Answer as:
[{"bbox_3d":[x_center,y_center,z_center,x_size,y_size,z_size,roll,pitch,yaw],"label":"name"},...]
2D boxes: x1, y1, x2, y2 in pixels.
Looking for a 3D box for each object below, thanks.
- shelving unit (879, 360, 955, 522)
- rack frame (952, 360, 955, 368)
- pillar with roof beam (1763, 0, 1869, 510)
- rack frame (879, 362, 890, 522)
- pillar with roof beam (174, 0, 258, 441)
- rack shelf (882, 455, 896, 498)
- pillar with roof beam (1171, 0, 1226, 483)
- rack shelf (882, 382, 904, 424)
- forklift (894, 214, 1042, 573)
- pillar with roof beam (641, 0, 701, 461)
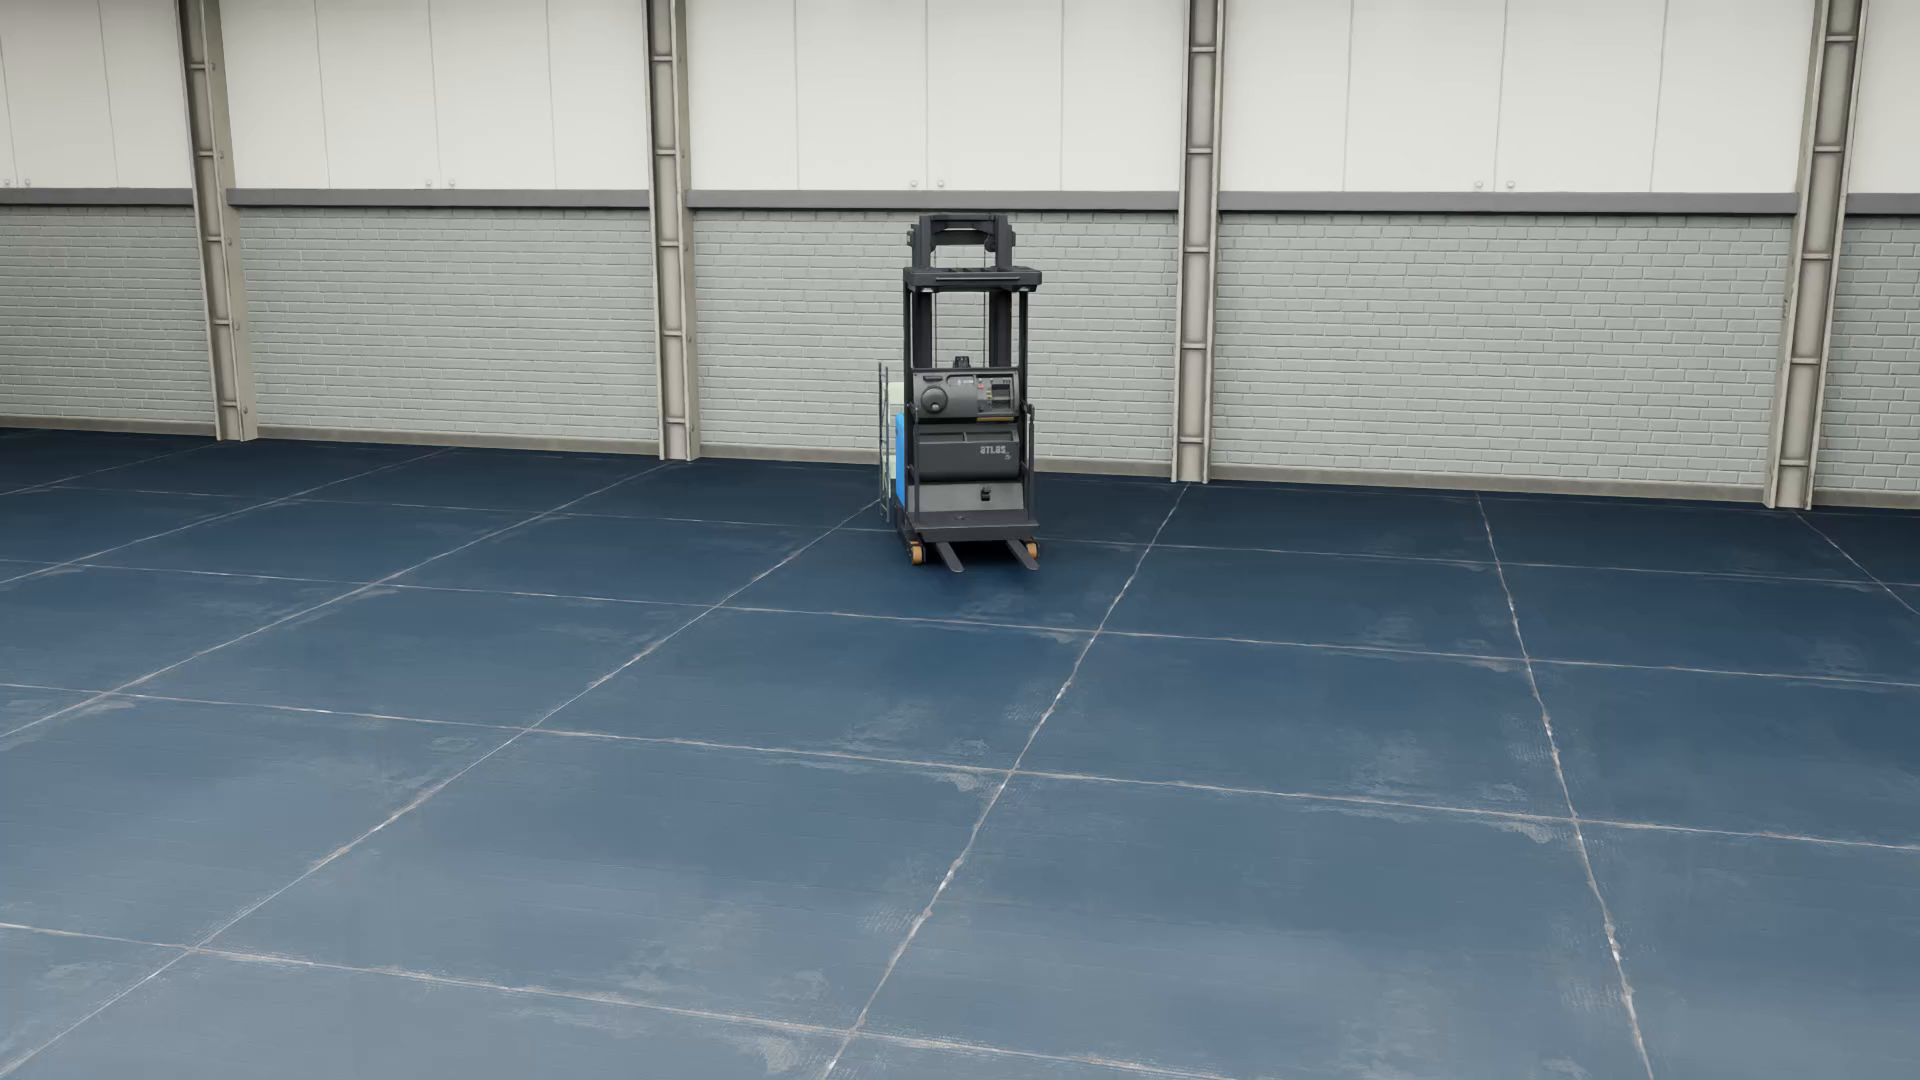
[{"bbox_3d":[-0.376,-0.963,16.128,0.755,1.500,0.431,-3,13,-13],"label":"shelving unit"},{"bbox_3d":[-0.019,-0.981,16.209,0.023,1.500,0.400,-3,13,-13],"label":"rack frame"},{"bbox_3d":[7.321,-3.833,11.749,0.400,9.000,9.100,3,13,14],"label":"pillar with roof beam"},{"bbox_3d":[-0.732,-0.945,16.048,0.023,1.500,0.400,-3,13,-13],"label":"rack frame"},{"bbox_3d":[-10.155,-4.767,15.959,0.400,9.000,9.100,3,13,14],"label":"pillar with roof beam"},{"bbox_3d":[-0.376,-0.645,16.199,0.720,0.370,0.431,-3,13,-13],"label":"rack shelf"},{"bbox_3d":[1.496,-4.144,13.153,0.400,9.000,9.100,3,13,14],"label":"pillar with roof beam"},{"bbox_3d":[-0.376,-1.344,16.044,0.720,0.370,0.431,-3,13,-13],"label":"rack shelf"},{"bbox_3d":[0.085,-1.297,14.328,1.130,2.935,3.031,-2,13,-8],"label":"forklift"},{"bbox_3d":[-4.330,-4.455,14.556,0.400,9.000,9.100,3,13,14],"label":"pillar with roof beam"}]
